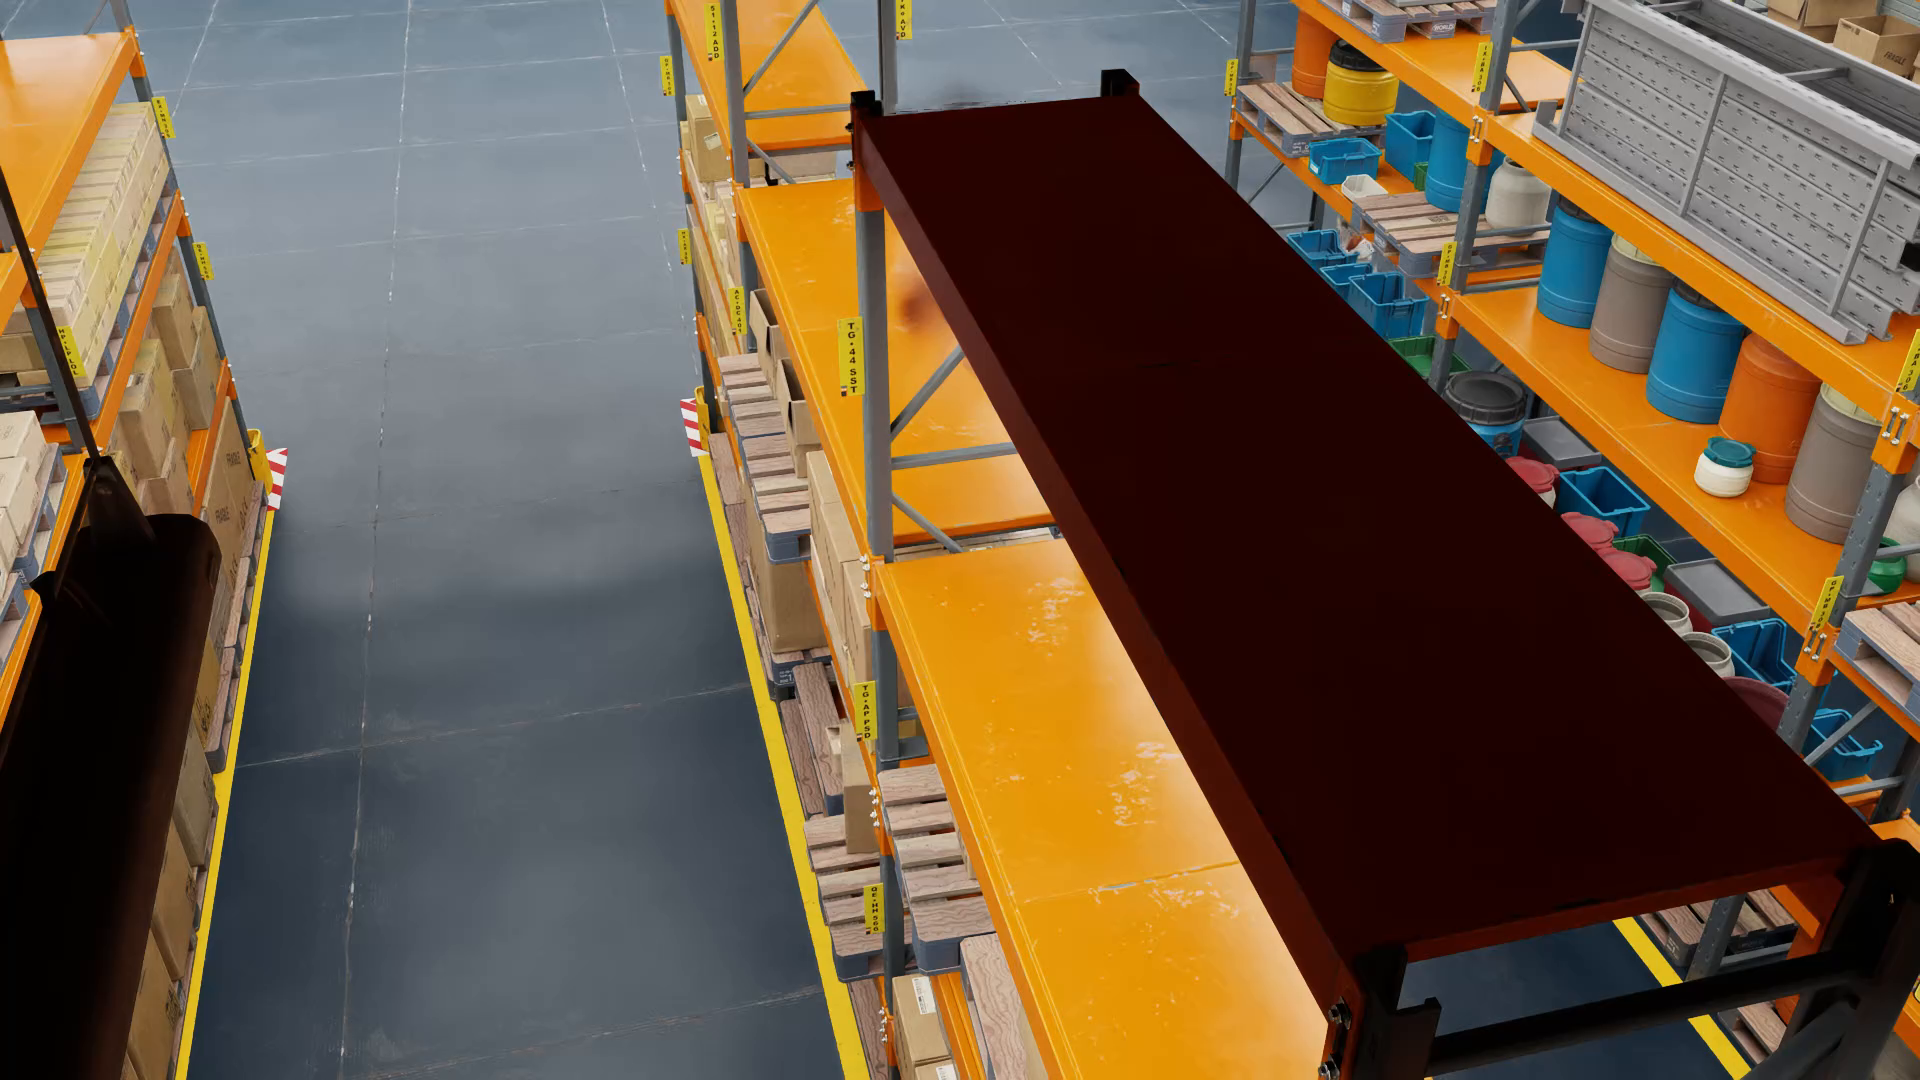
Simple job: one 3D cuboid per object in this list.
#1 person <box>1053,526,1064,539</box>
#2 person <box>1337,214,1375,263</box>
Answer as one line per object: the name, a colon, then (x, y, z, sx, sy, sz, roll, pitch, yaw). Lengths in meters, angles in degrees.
person: (0.895, 0.124, 12.445, 0.570, 1.653, 0.570, -13, 37, -18)
person: (4.025, -2.854, 16.732, 1.069, 1.772, 0.658, 22, 40, 29)
